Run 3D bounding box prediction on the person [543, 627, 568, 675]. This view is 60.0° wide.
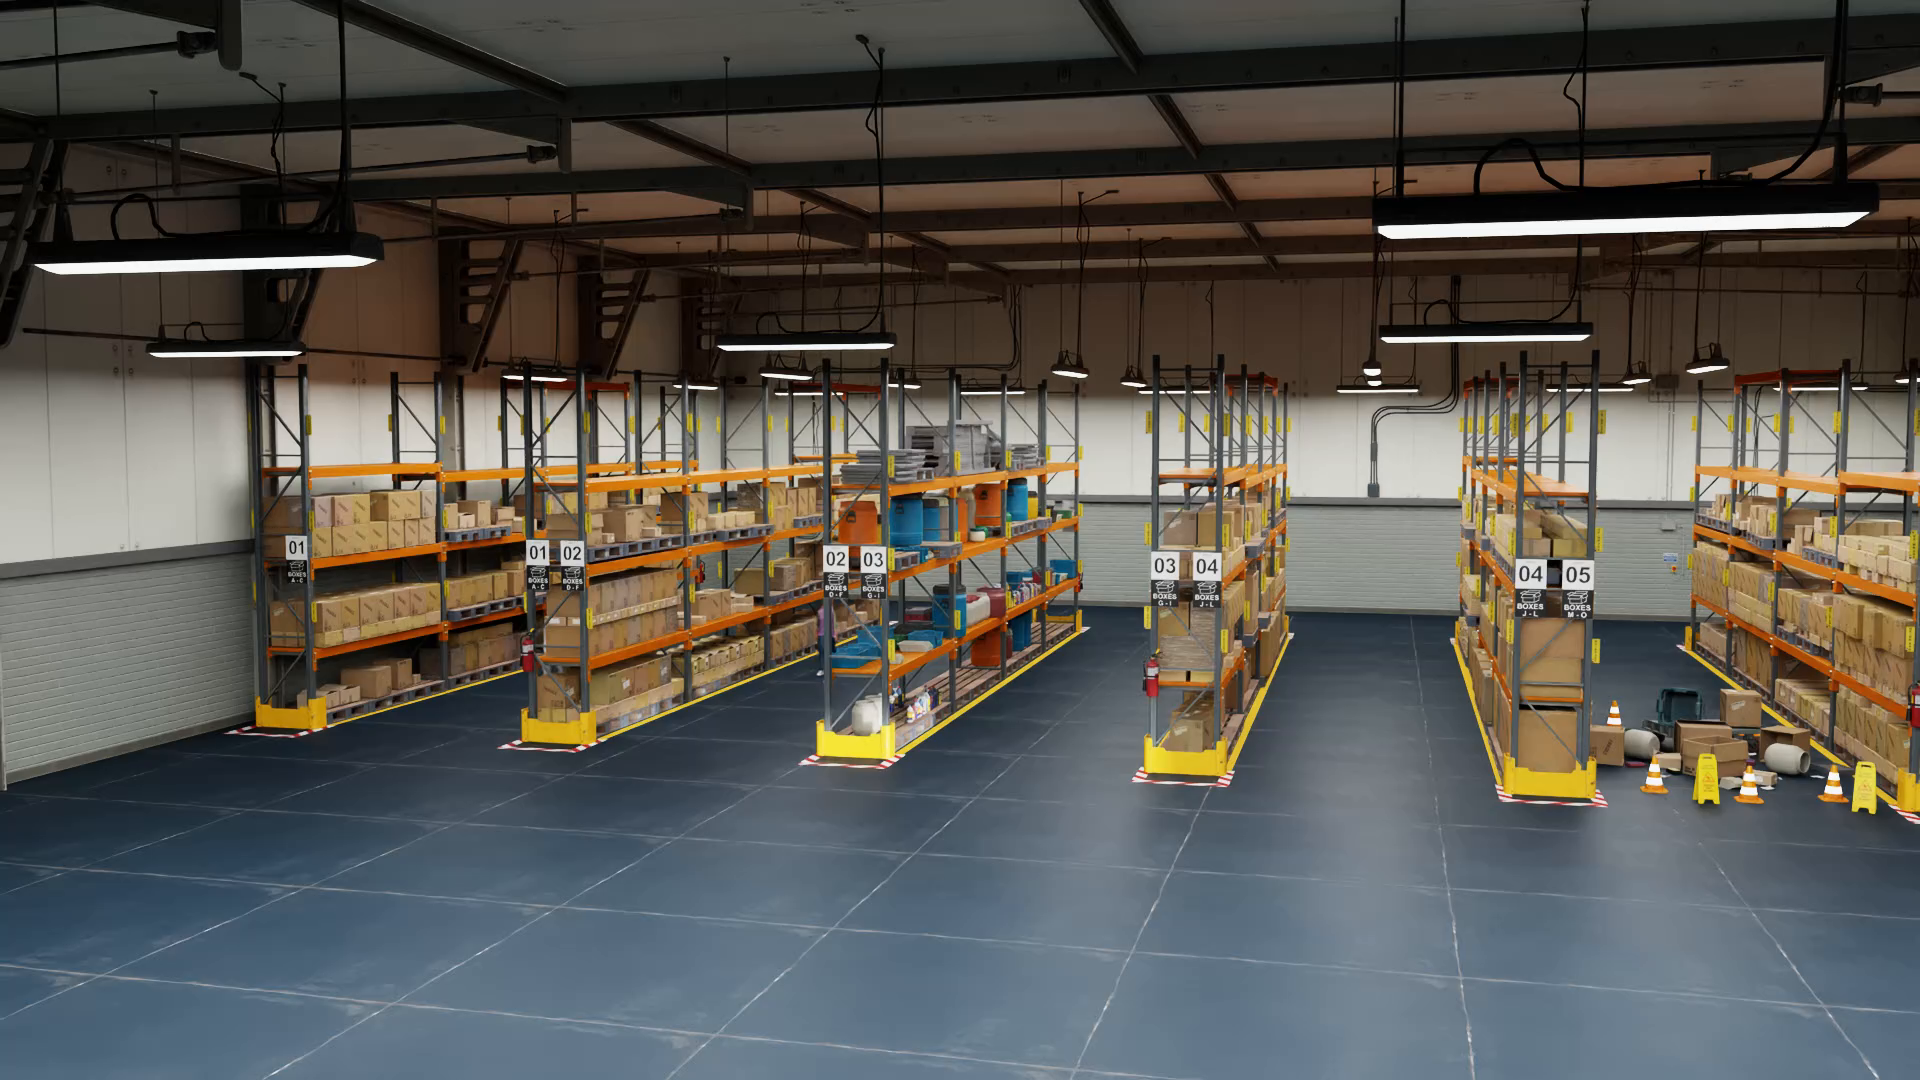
[{"bbox_3d":[-7.238,2.083,29.771,0.562,1.778,0.722,0,4,-1],"label":"person"}]

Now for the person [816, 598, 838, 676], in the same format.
[{"bbox_3d":[-2.677,1.915,33.384,0.492,1.532,1.009,0,4,6],"label":"person"}]
